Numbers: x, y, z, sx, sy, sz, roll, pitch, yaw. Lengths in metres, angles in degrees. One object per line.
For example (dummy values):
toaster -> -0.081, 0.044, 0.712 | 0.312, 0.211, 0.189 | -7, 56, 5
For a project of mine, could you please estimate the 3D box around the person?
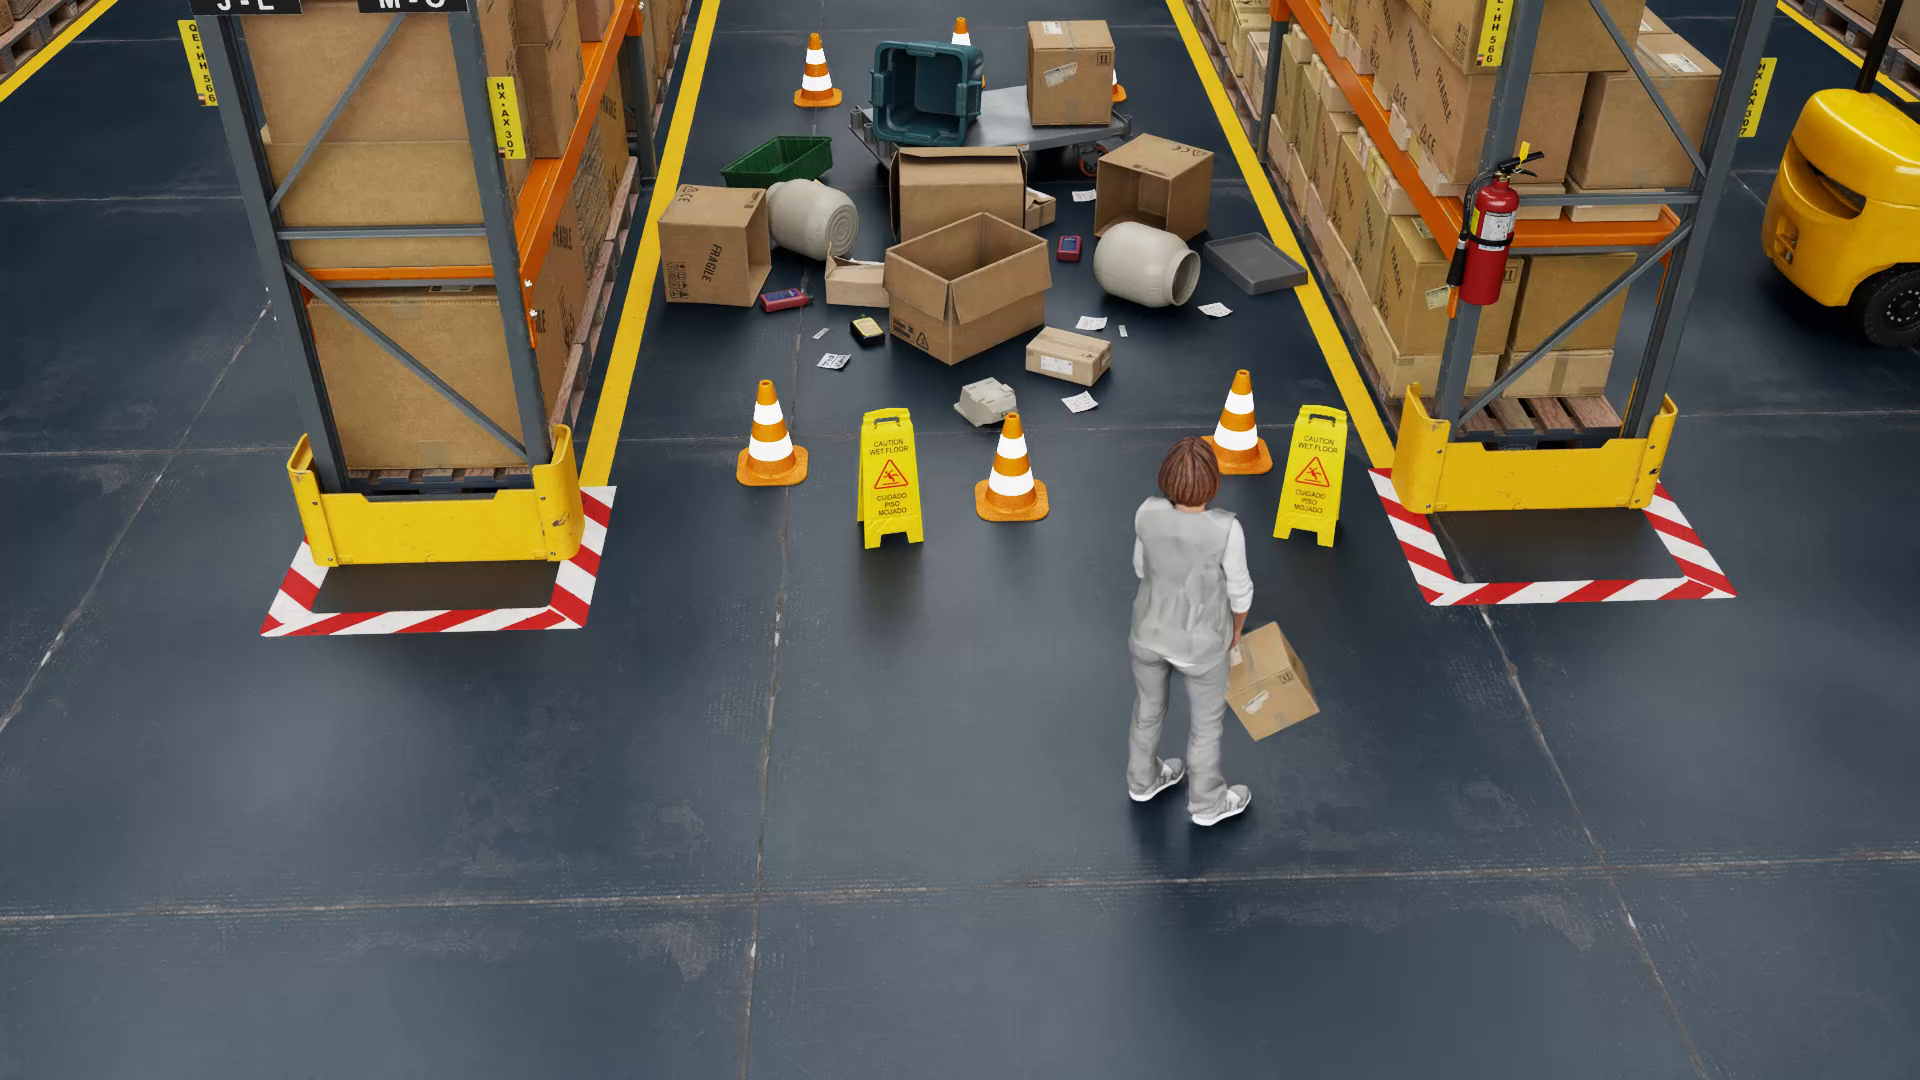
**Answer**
person -> 0.804, 0.321, 5.680 | 0.478, 1.607, 0.403 | 16, 39, 21
